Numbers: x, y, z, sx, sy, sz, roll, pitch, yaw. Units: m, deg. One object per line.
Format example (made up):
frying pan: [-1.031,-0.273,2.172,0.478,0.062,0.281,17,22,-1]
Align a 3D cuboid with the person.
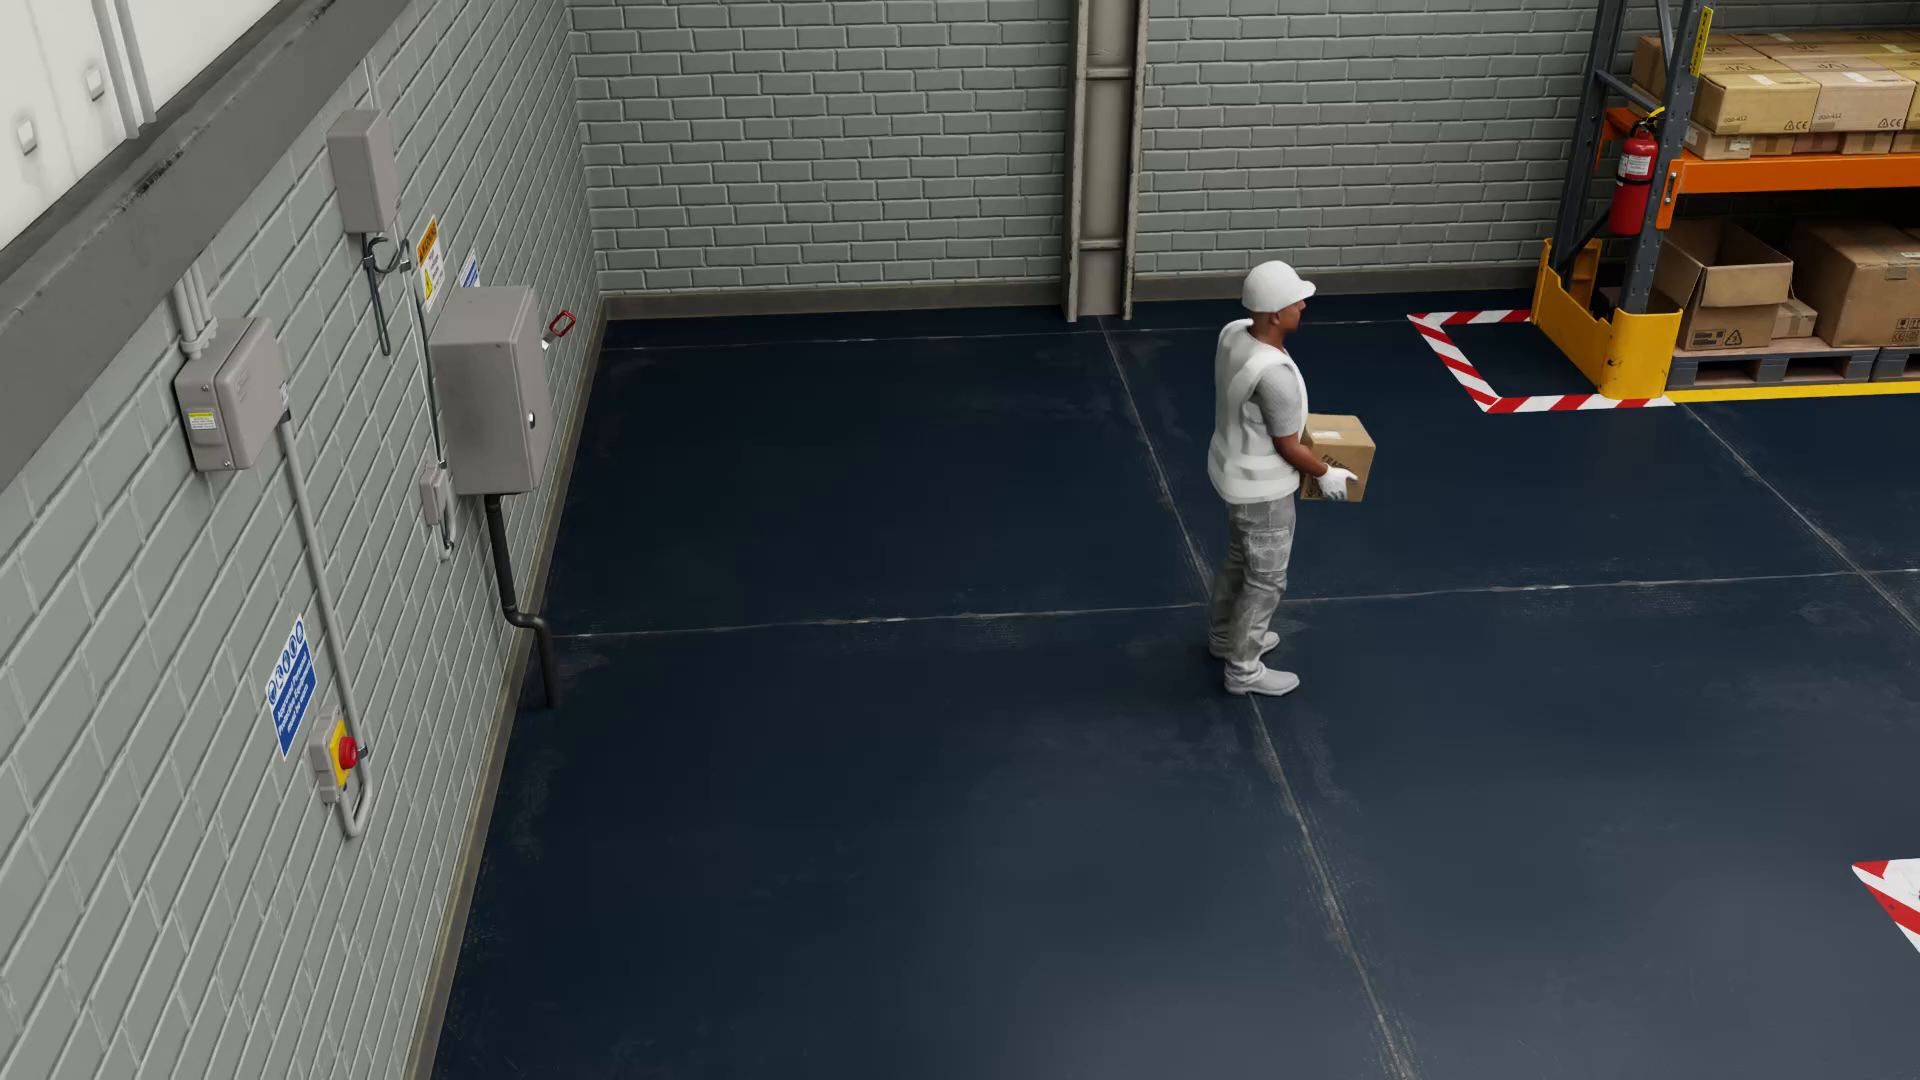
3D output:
person: [1.248,-0.242,6.514,0.541,1.789,0.532,-3,31,-5]
